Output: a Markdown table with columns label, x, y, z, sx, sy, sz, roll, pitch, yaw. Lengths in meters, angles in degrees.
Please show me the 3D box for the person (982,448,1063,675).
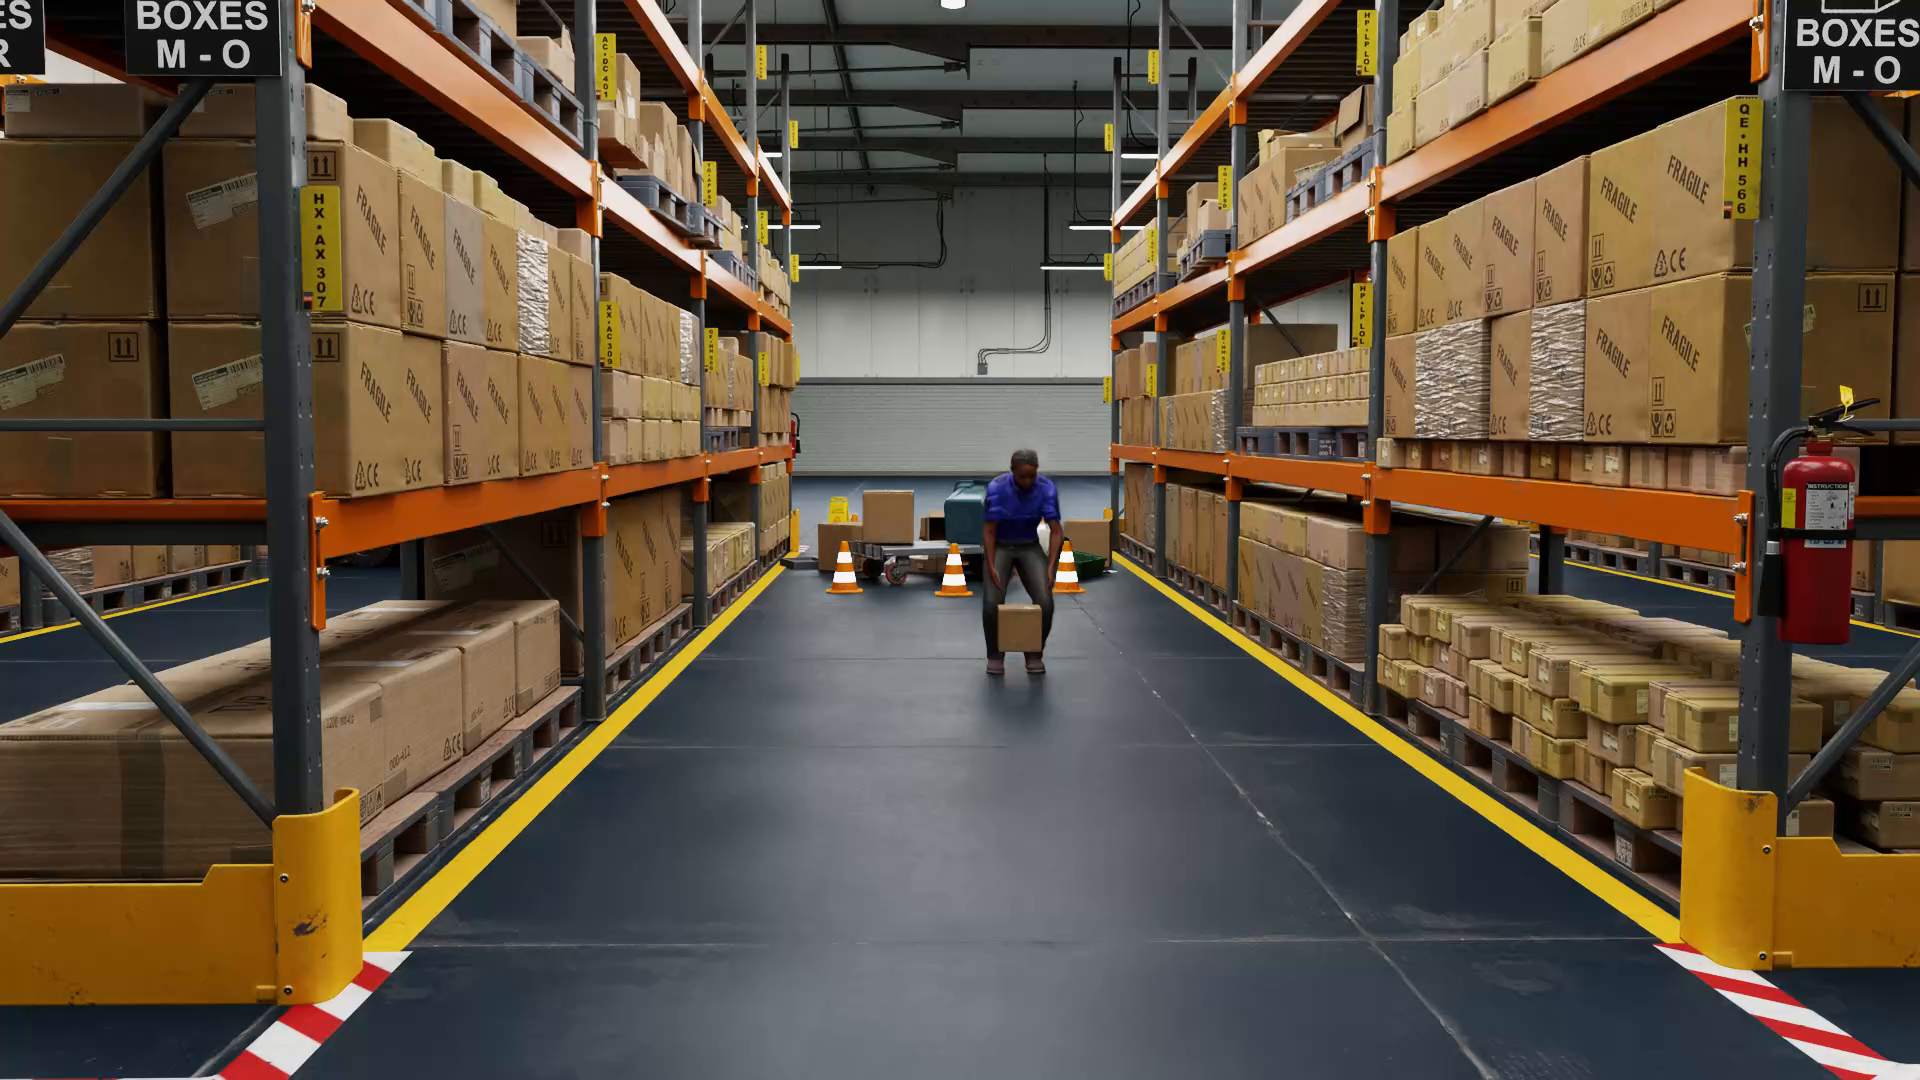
| label | x | y | z | sx | sy | sz | roll | pitch | yaw |
| --- | --- | --- | --- | --- | --- | --- | --- | --- | --- |
| person | 0.379 | 0.127 | 10.216 | 0.495 | 1.391 | 0.616 | 0 | 4 | -1 |
